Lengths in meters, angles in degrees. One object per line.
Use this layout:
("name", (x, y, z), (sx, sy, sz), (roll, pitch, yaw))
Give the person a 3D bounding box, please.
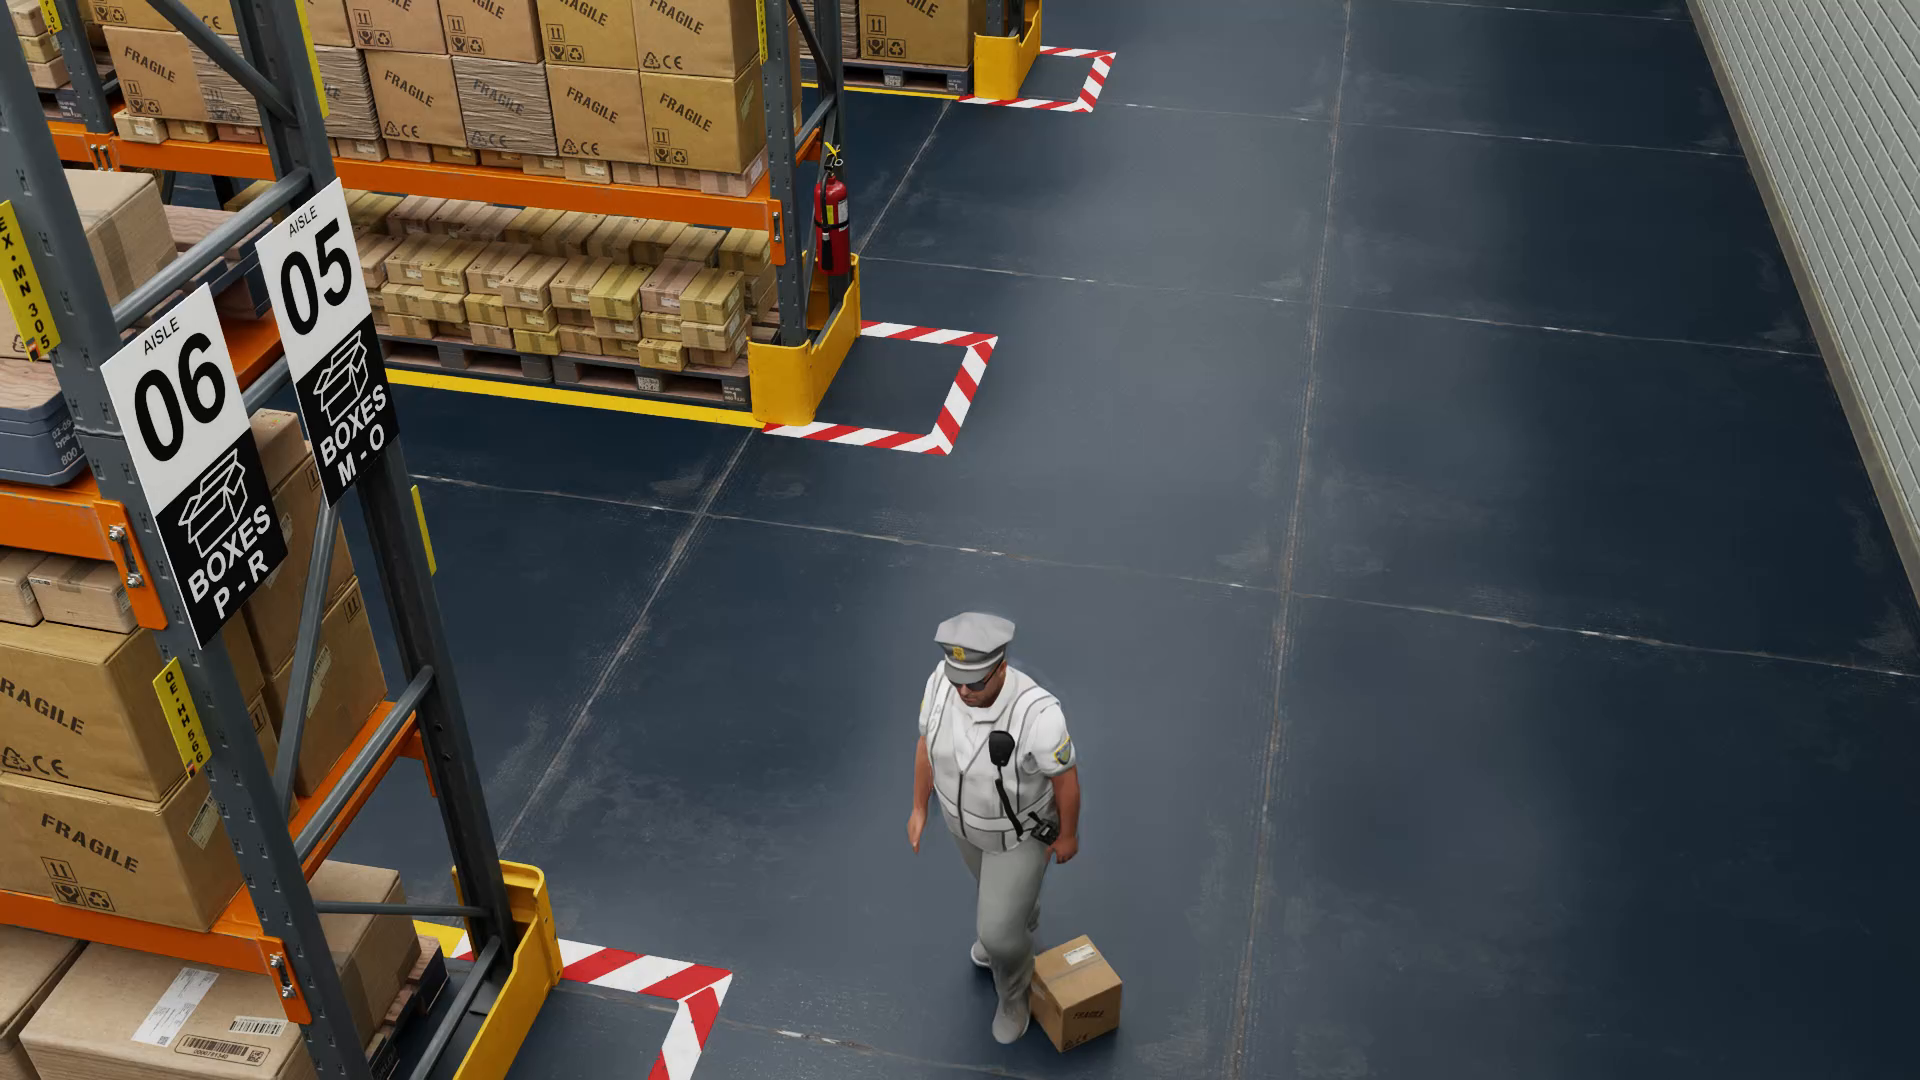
("person", (0.150, 0.946, 5.709), (0.562, 1.814, 0.557), (27, 44, 31))
